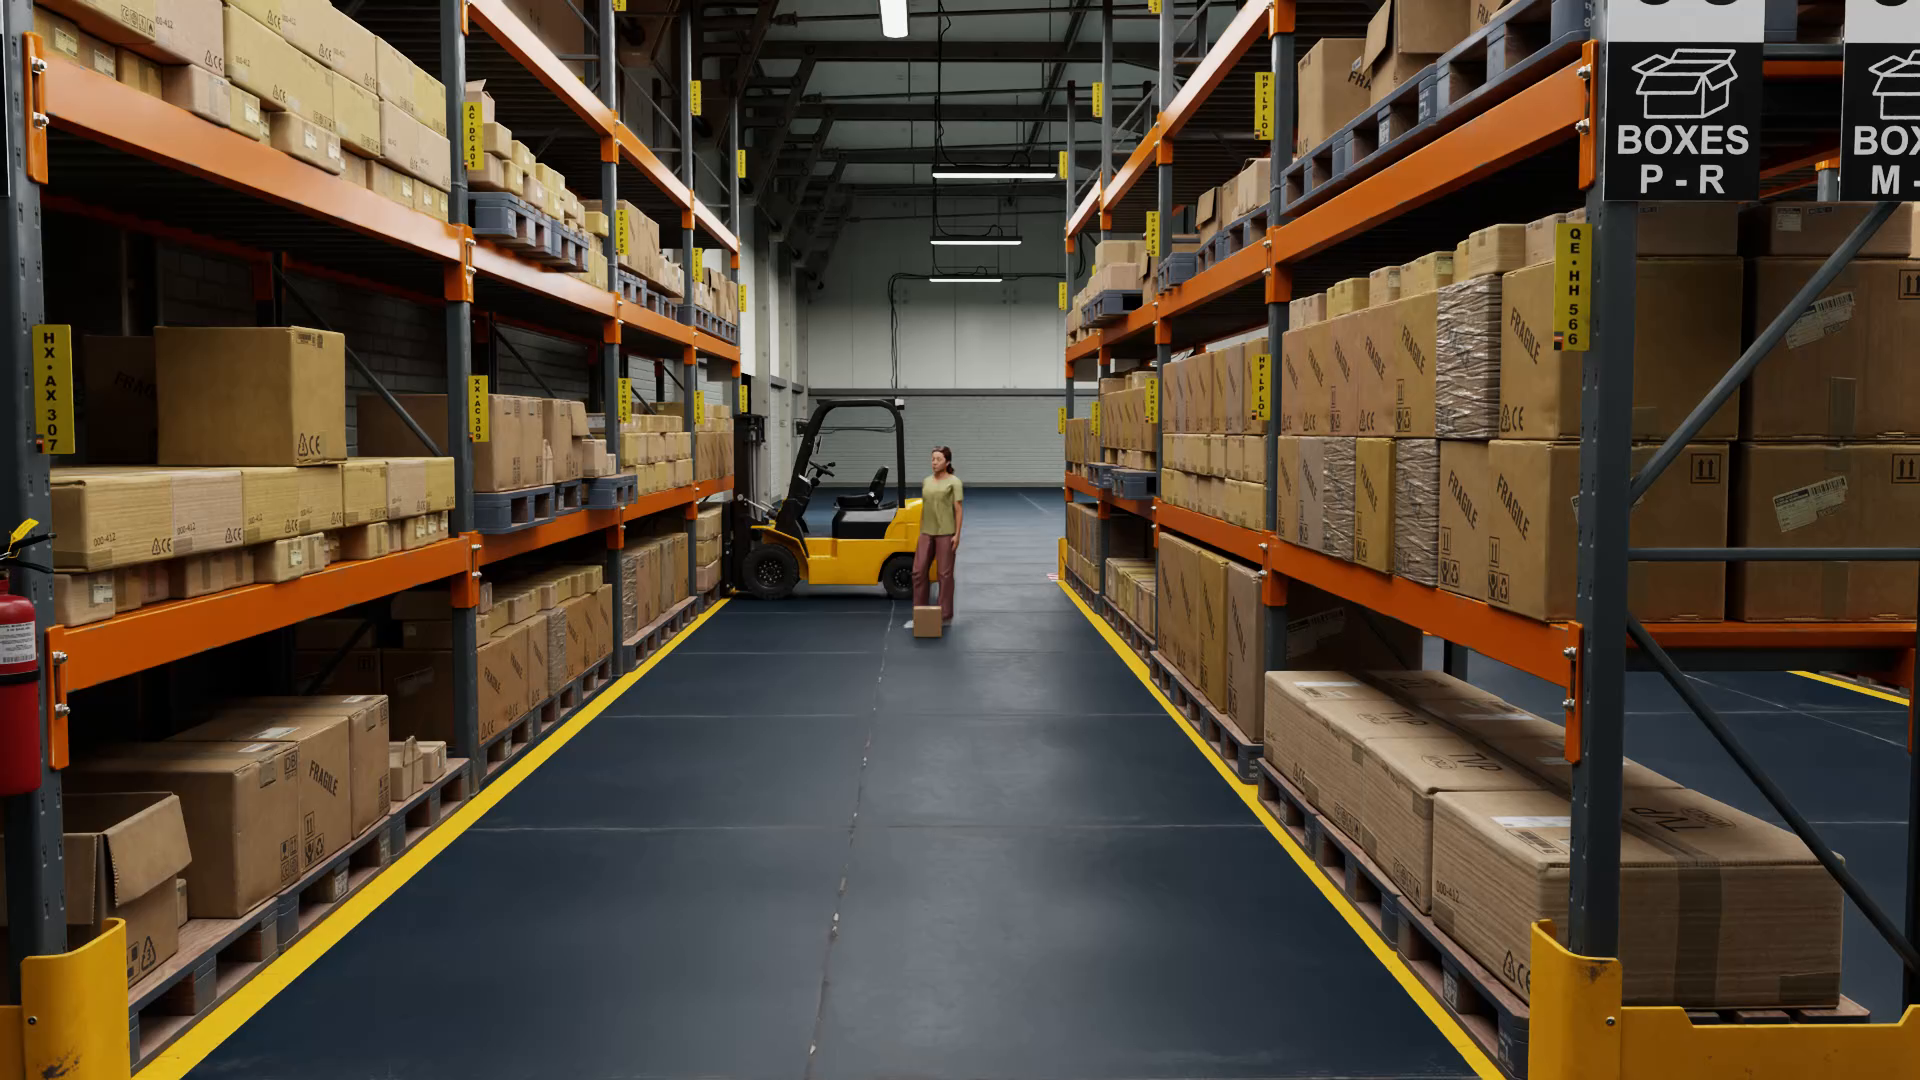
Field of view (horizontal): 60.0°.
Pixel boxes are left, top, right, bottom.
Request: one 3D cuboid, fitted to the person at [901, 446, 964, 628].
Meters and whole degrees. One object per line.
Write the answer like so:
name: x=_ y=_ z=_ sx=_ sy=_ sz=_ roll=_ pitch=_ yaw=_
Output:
person: x=-0.238 y=-0.008 z=15.357 sx=0.499 sy=1.719 sz=0.466 roll=2 pitch=4 yaw=29
